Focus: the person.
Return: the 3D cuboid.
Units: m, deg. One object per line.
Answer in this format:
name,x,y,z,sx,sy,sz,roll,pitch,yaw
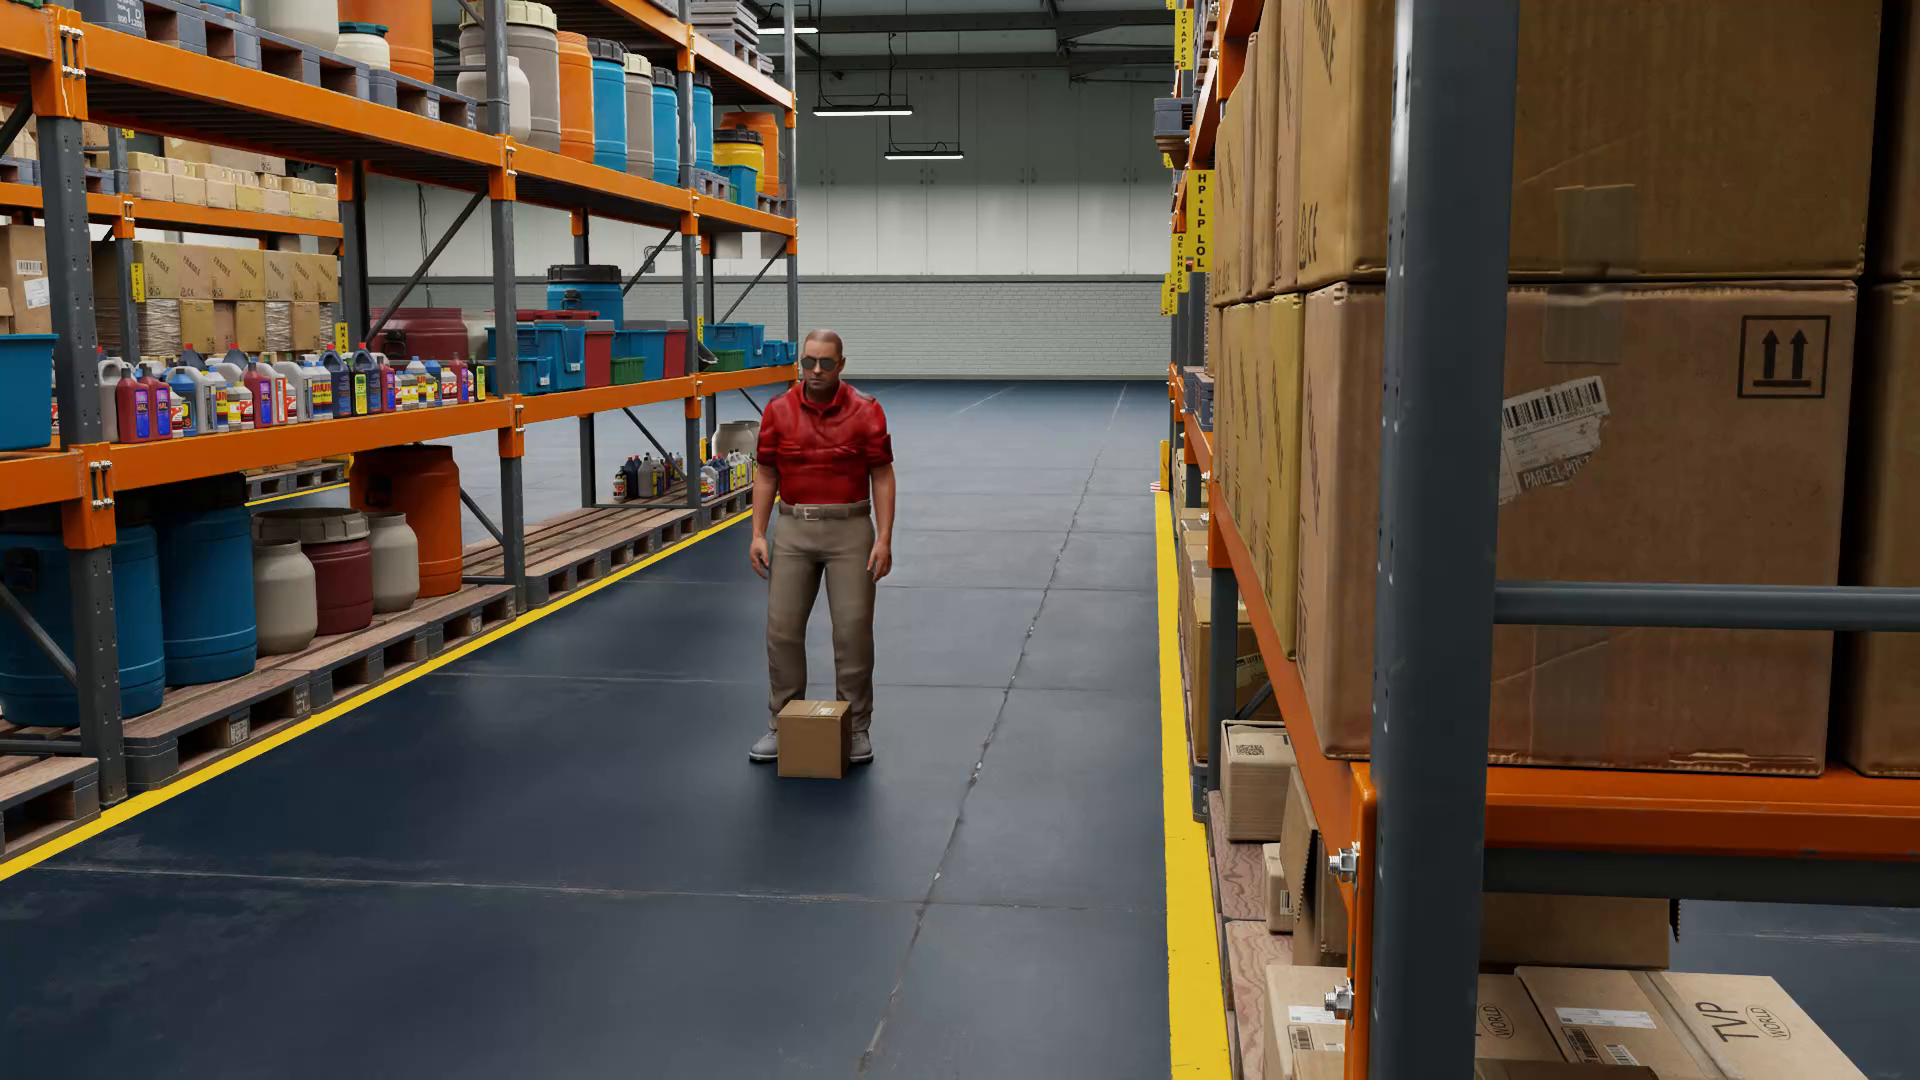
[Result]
person,-0.555,0.018,6.706,0.587,1.727,0.390,1,8,7
